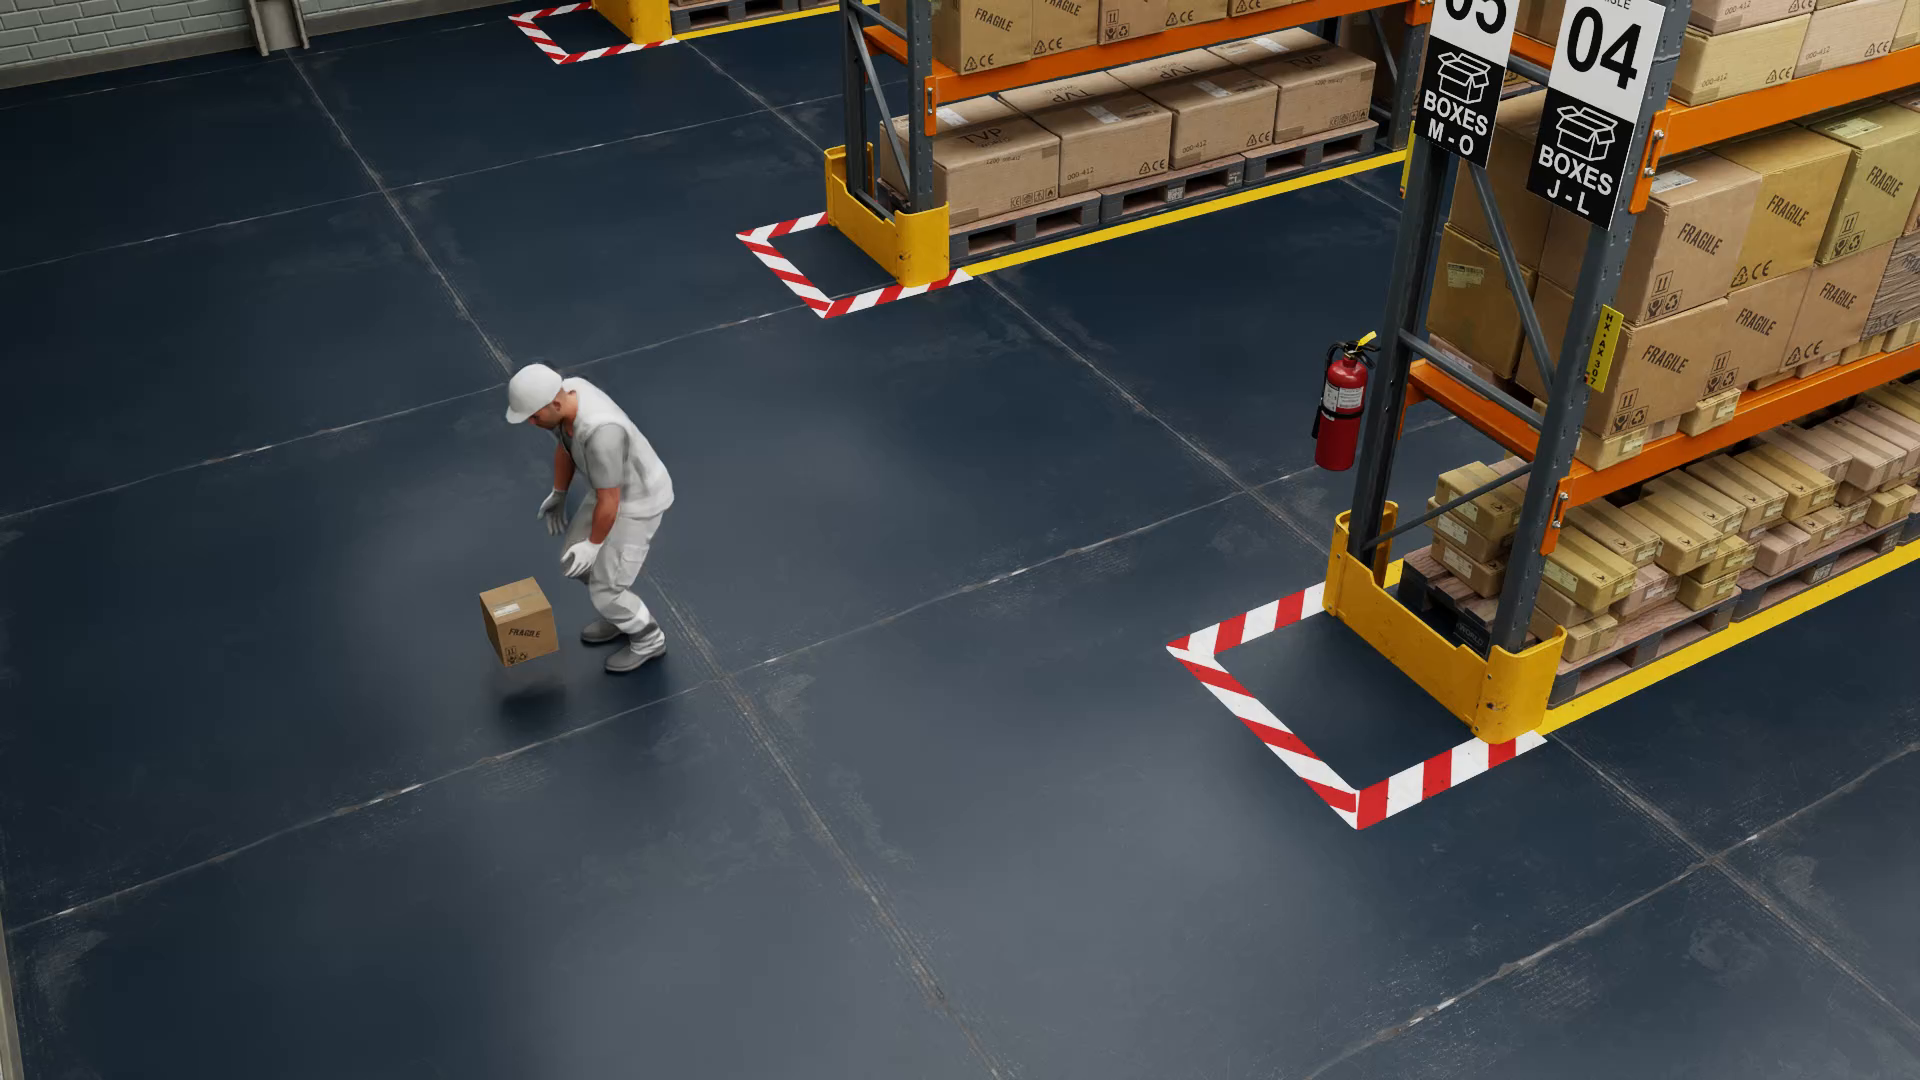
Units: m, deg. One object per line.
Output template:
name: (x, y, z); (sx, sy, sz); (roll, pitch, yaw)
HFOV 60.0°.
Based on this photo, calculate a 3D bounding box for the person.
person: (-1.565, -0.117, 7.244); (0.647, 1.580, 0.575); (-19, 40, -23)
